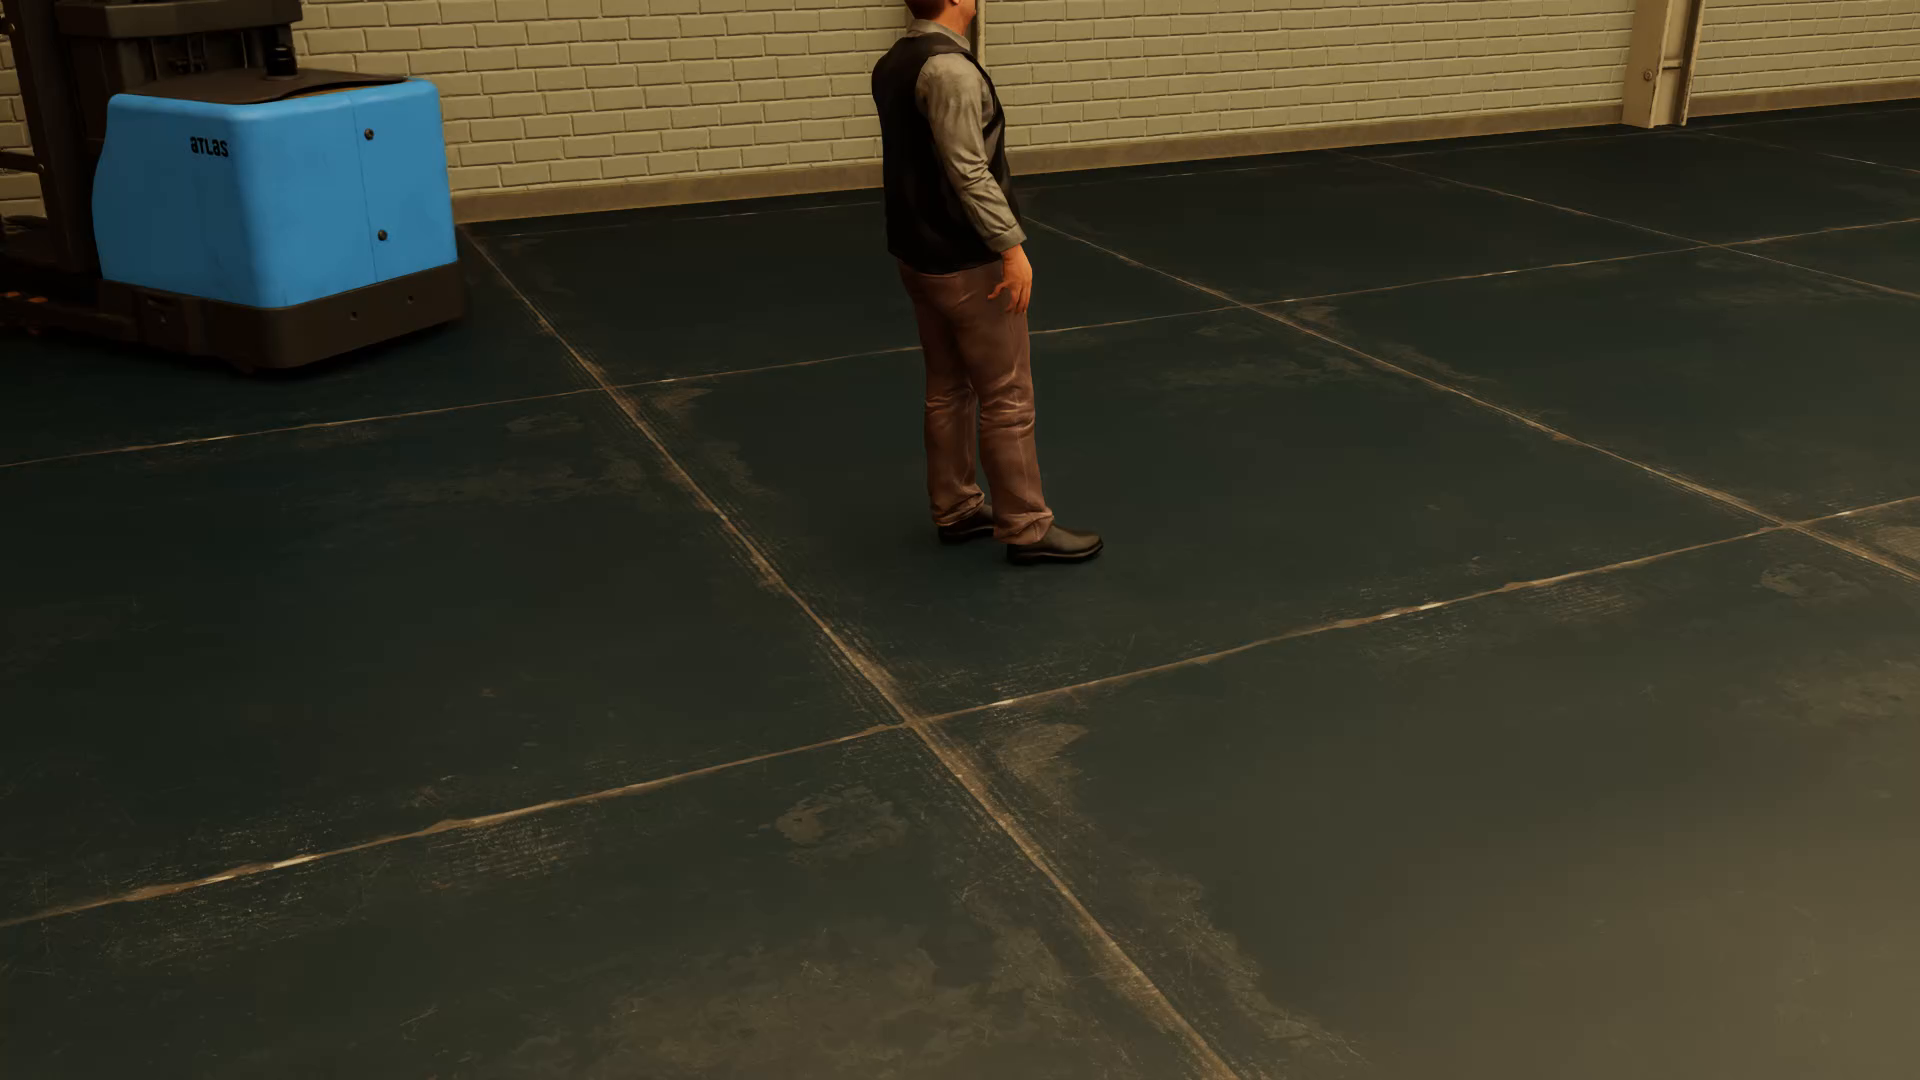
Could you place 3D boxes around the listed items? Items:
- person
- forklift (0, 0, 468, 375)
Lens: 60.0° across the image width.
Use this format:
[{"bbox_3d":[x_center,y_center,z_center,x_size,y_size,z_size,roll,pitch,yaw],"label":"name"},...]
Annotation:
[{"bbox_3d":[0.059,-0.809,4.791,0.568,1.720,0.632,-10,25,-23],"label":"person"},{"bbox_3d":[-3.699,-2.408,7.083,3.031,2.935,1.130,12,26,27],"label":"forklift"}]
